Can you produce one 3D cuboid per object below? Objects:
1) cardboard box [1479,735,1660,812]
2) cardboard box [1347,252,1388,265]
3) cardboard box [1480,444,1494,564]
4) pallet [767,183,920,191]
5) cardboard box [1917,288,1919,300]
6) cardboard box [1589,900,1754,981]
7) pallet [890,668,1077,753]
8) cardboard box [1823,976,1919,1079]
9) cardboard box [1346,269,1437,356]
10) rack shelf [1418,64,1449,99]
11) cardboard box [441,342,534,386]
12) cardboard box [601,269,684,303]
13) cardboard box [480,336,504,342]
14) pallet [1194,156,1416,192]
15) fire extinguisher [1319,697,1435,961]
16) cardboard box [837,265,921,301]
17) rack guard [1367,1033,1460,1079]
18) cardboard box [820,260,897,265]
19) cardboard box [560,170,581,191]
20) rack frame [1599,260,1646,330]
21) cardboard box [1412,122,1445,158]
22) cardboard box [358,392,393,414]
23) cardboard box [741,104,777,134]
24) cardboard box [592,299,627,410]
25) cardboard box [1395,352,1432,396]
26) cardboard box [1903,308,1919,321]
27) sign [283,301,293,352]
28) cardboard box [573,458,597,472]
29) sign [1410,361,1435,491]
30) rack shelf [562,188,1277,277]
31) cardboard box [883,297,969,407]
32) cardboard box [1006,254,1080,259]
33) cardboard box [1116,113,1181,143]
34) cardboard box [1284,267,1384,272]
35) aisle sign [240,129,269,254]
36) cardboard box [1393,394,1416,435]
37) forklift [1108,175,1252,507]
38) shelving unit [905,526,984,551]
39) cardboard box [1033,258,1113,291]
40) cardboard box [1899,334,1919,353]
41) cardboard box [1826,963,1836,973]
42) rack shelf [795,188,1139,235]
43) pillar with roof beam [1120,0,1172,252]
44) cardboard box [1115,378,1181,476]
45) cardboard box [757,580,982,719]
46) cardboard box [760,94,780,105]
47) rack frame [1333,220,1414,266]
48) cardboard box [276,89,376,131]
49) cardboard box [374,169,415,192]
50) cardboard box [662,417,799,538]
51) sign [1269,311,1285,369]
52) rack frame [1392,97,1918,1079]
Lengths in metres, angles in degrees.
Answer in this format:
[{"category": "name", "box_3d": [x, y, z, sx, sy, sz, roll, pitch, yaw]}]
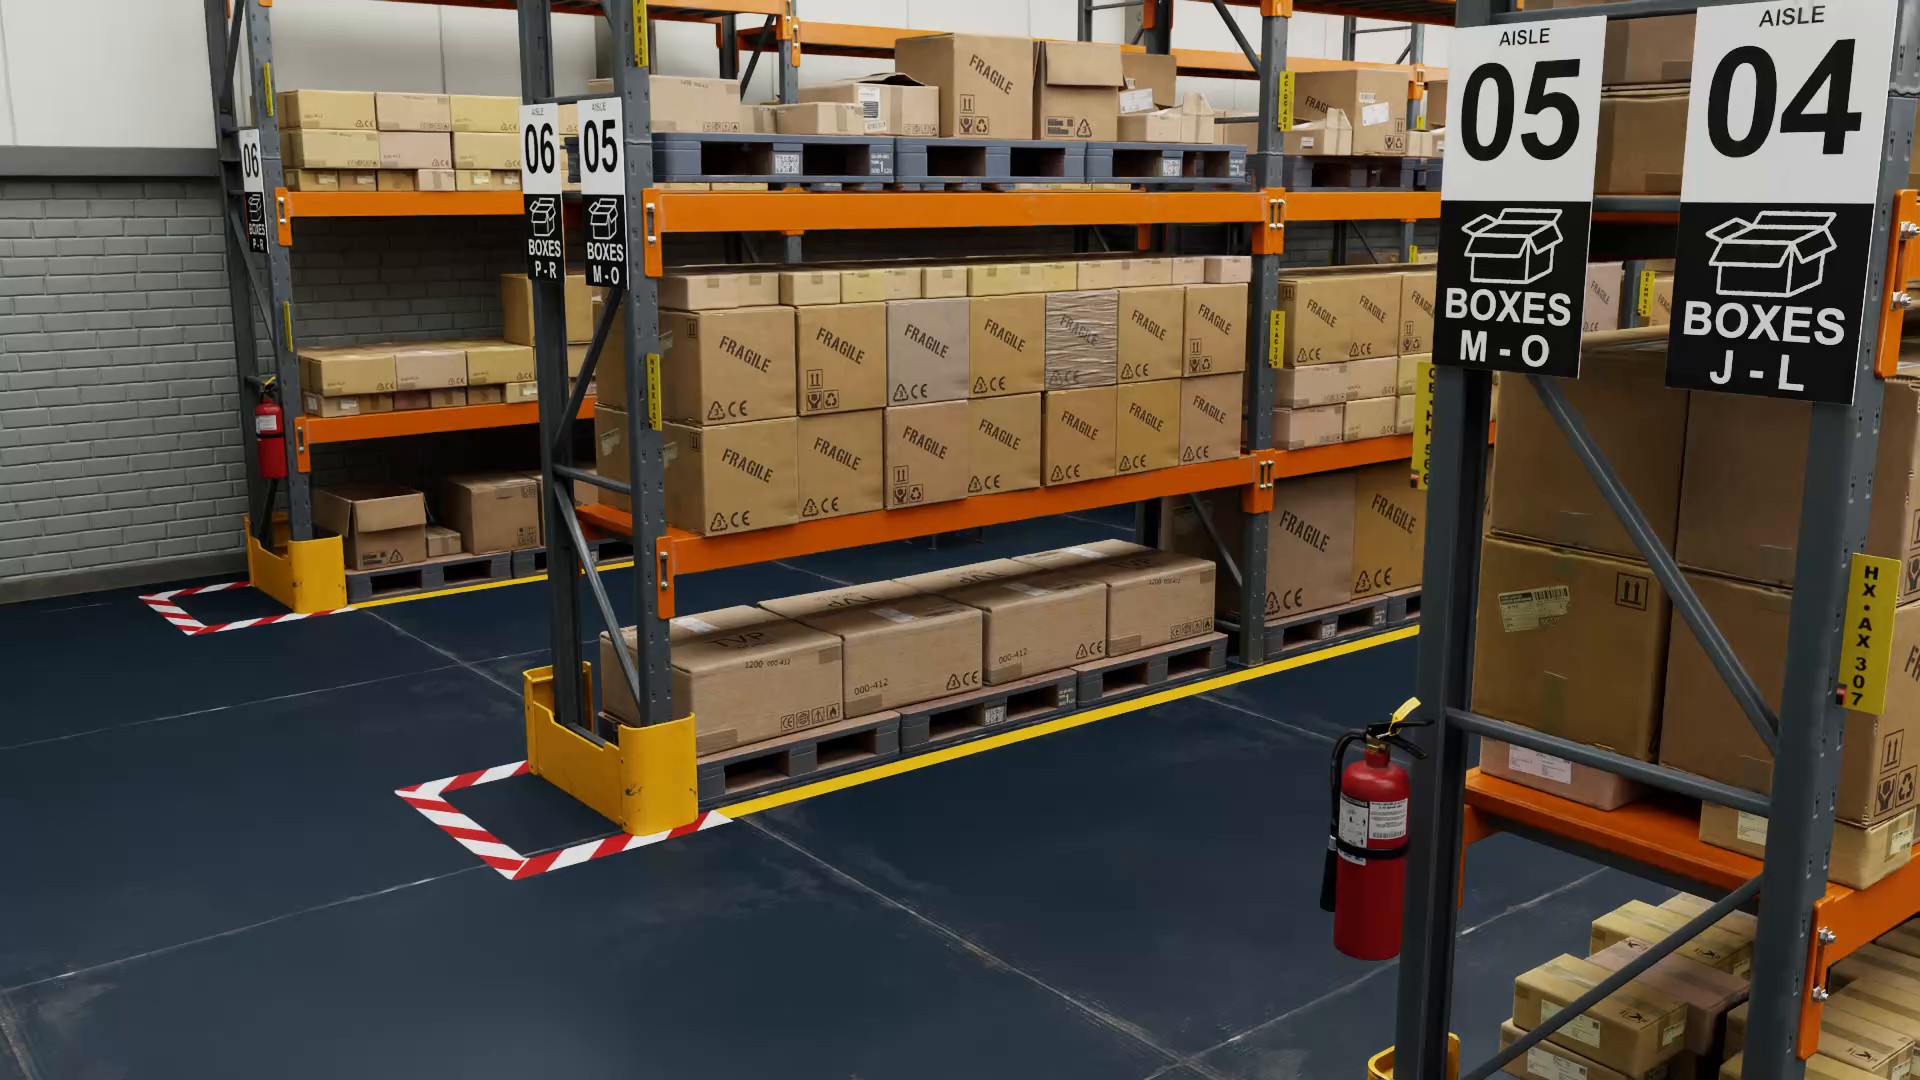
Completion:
[{"category": "cardboard box", "box_3d": [1.599, 0.563, 4.359, 0.250, 0.149, 0.380, -9, 15, -38]}, {"category": "cardboard box", "box_3d": [4.677, -3.225, 19.077, 0.250, 0.149, 0.380, -9, 15, -38]}, {"category": "cardboard box", "box_3d": [3.306, -0.274, 11.803, 0.875, 0.875, 0.875, -9, 15, -37]}, {"category": "pallet", "box_3d": [-1.078, -3.033, 13.924, 1.003, 0.211, 1.213, -9, 15, -38]}, {"category": "cardboard box", "box_3d": [8.615, -2.094, 15.310, 0.500, 0.500, 0.500, -10, 15, -38]}, {"category": "cardboard box", "box_3d": [2.131, 1.239, 4.991, 0.250, 0.149, 0.380, -10, 15, -39]}, {"category": "pallet", "box_3d": [-0.123, 0.829, 9.217, 1.213, 0.211, 1.003, -9, 15, -38]}, {"category": "cardboard box", "box_3d": [2.559, 1.347, 4.486, 0.250, 0.149, 0.380, -9, 15, -38]}, {"category": "cardboard box", "box_3d": [2.769, -1.464, 10.653, 0.500, 0.500, 0.500, -10, 16, -39]}, {"category": "rack shelf", "box_3d": [6.178, -5.269, 19.475, 4.000, 0.370, 1.077, -9, 15, -38]}, {"category": "cardboard box", "box_3d": [-3.444, -1.285, 12.103, 0.500, 0.250, 0.500, -10, 15, -39]}, {"category": "cardboard box", "box_3d": [-1.495, -1.196, 7.828, 0.250, 0.149, 0.380, -9, 15, -37]}, {"category": "cardboard box", "box_3d": [-3.359, -1.439, 12.828, 0.500, 0.250, 0.500, -9, 15, -38]}, {"category": "pallet", "box_3d": [2.158, -2.281, 10.388, 1.217, 0.209, 0.805, -10, 16, -40]}, {"category": "fire extinguisher", "box_3d": [1.036, 0.707, 4.164, 0.183, 0.674, 0.296, -9, 15, -38]}, {"category": "cardboard box", "box_3d": [-0.399, -1.258, 8.123, 0.250, 0.149, 0.380, -9, 15, -37]}, {"category": "rack guard", "box_3d": [1.580, 1.741, 4.224, 0.348, 0.500, 1.175, -9, 15, -38]}, {"category": "cardboard box", "box_3d": [-0.533, -1.370, 8.650, 0.250, 0.149, 0.380, -9, 15, -36]}, {"category": "cardboard box", "box_3d": [-2.911, -2.630, 12.177, 0.250, 0.149, 0.380, -9, 15, -37]}, {"category": "rack frame", "box_3d": [4.596, -1.299, 12.526, 0.127, 3.000, 1.000, -9, 15, -38]}, {"category": "cardboard box", "box_3d": [3.118, -2.568, 10.590, 0.258, 0.266, 0.396, -8, 14, -33]}, {"category": "cardboard box", "box_3d": [-4.156, -0.982, 11.635, 0.250, 0.149, 0.380, -9, 15, -36]}, {"category": "cardboard box", "box_3d": [-1.078, -2.000, 7.959, 0.250, 0.149, 0.380, -11, 16, -42]}, {"category": "cardboard box", "box_3d": [-1.423, -0.900, 8.000, 0.500, 0.500, 0.500, -9, 15, -36]}, {"category": "cardboard box", "box_3d": [2.793, -1.096, 10.727, 0.500, 0.250, 0.500, -9, 15, -37]}, {"category": "cardboard box", "box_3d": [2.930, -0.459, 5.203, 0.500, 0.500, 0.500, -10, 16, -40]}, {"category": "sign", "box_3d": [-4.415, -1.401, 10.922, 0.005, 0.325, 0.100, -9, 15, -38]}, {"category": "cardboard box", "box_3d": [-2.715, -0.352, 13.071, 0.500, 0.500, 0.700, -10, 16, -40]}, {"category": "sign", "box_3d": [1.190, -0.285, 4.201, 0.005, 0.325, 0.100, -9, 15, -38]}, {"category": "rack shelf", "box_3d": [-0.089, -1.636, 8.623, 4.000, 0.370, 1.077, -9, 15, -38]}, {"category": "cardboard box", "box_3d": [-0.301, -0.952, 8.241, 0.500, 0.500, 0.500, -10, 15, -38]}, {"category": "cardboard box", "box_3d": [0.469, -1.539, 9.443, 0.250, 0.149, 0.380, -10, 15, -38]}, {"category": "cardboard box", "box_3d": [0.968, -2.210, 8.946, 0.250, 0.149, 0.380, -9, 15, -36]}, {"category": "cardboard box", "box_3d": [2.473, -1.548, 11.049, 0.500, 0.500, 0.500, -9, 15, -36]}, {"category": "aisle sign", "box_3d": [-4.624, -2.281, 10.891, 0.004, 0.787, 0.394, -9, 15, -38]}, {"category": "cardboard box", "box_3d": [2.795, -0.853, 10.783, 0.500, 0.250, 0.500, -10, 15, -38]}, {"category": "forklift", "box_3d": [2.015, -1.895, 15.496, 1.130, 2.935, 3.031, -3, 12, -14]}, {"category": "shelving unit", "box_3d": [-0.129, -1.006, 13.310, 0.503, 2.100, 0.431, -9, 15, -38]}, {"category": "cardboard box", "box_3d": [0.597, -1.423, 8.897, 0.250, 0.149, 0.380, -10, 15, -38]}, {"category": "cardboard box", "box_3d": [2.427, -0.237, 4.158, 0.500, 0.500, 0.500, -9, 15, -36]}, {"category": "cardboard box", "box_3d": [2.556, 1.320, 5.326, 0.250, 0.149, 0.380, -9, 15, -37]}, {"category": "rack shelf", "box_3d": [-0.069, -2.960, 14.856, 4.000, 0.370, 1.077, -9, 15, -38]}, {"category": "pillar with roof beam", "box_3d": [4.637, -4.656, 13.889, 0.400, 9.000, 9.100, -9, 15, -38]}, {"category": "cardboard box", "box_3d": [0.872, -0.660, 9.274, 0.500, 0.500, 0.500, -10, 16, -39]}, {"category": "cardboard box", "box_3d": [-0.488, 0.565, 8.905, 0.875, 0.438, 0.875, -9, 15, -36]}, {"category": "cardboard box", "box_3d": [-1.435, -3.583, 13.697, 0.258, 0.266, 0.396, -10, 15, -38]}, {"category": "rack frame", "box_3d": [4.616, -2.623, 18.760, 0.127, 3.000, 1.000, -9, 15, -38]}, {"category": "cardboard box", "box_3d": [-4.251, -2.867, 11.127, 0.500, 0.250, 0.500, -10, 15, -38]}, {"category": "cardboard box", "box_3d": [-3.961, -2.483, 11.482, 0.250, 0.149, 0.380, -9, 15, -37]}, {"category": "cardboard box", "box_3d": [-1.096, -0.326, 7.701, 0.500, 0.500, 0.500, -10, 15, -38]}, {"category": "sign", "box_3d": [1.821, -1.153, 9.561, 0.005, 0.325, 0.100, -9, 15, -38]}, {"category": "rack frame", "box_3d": [1.521, 0.529, 3.918, 0.127, 3.000, 1.000, -9, 15, -38]}]
